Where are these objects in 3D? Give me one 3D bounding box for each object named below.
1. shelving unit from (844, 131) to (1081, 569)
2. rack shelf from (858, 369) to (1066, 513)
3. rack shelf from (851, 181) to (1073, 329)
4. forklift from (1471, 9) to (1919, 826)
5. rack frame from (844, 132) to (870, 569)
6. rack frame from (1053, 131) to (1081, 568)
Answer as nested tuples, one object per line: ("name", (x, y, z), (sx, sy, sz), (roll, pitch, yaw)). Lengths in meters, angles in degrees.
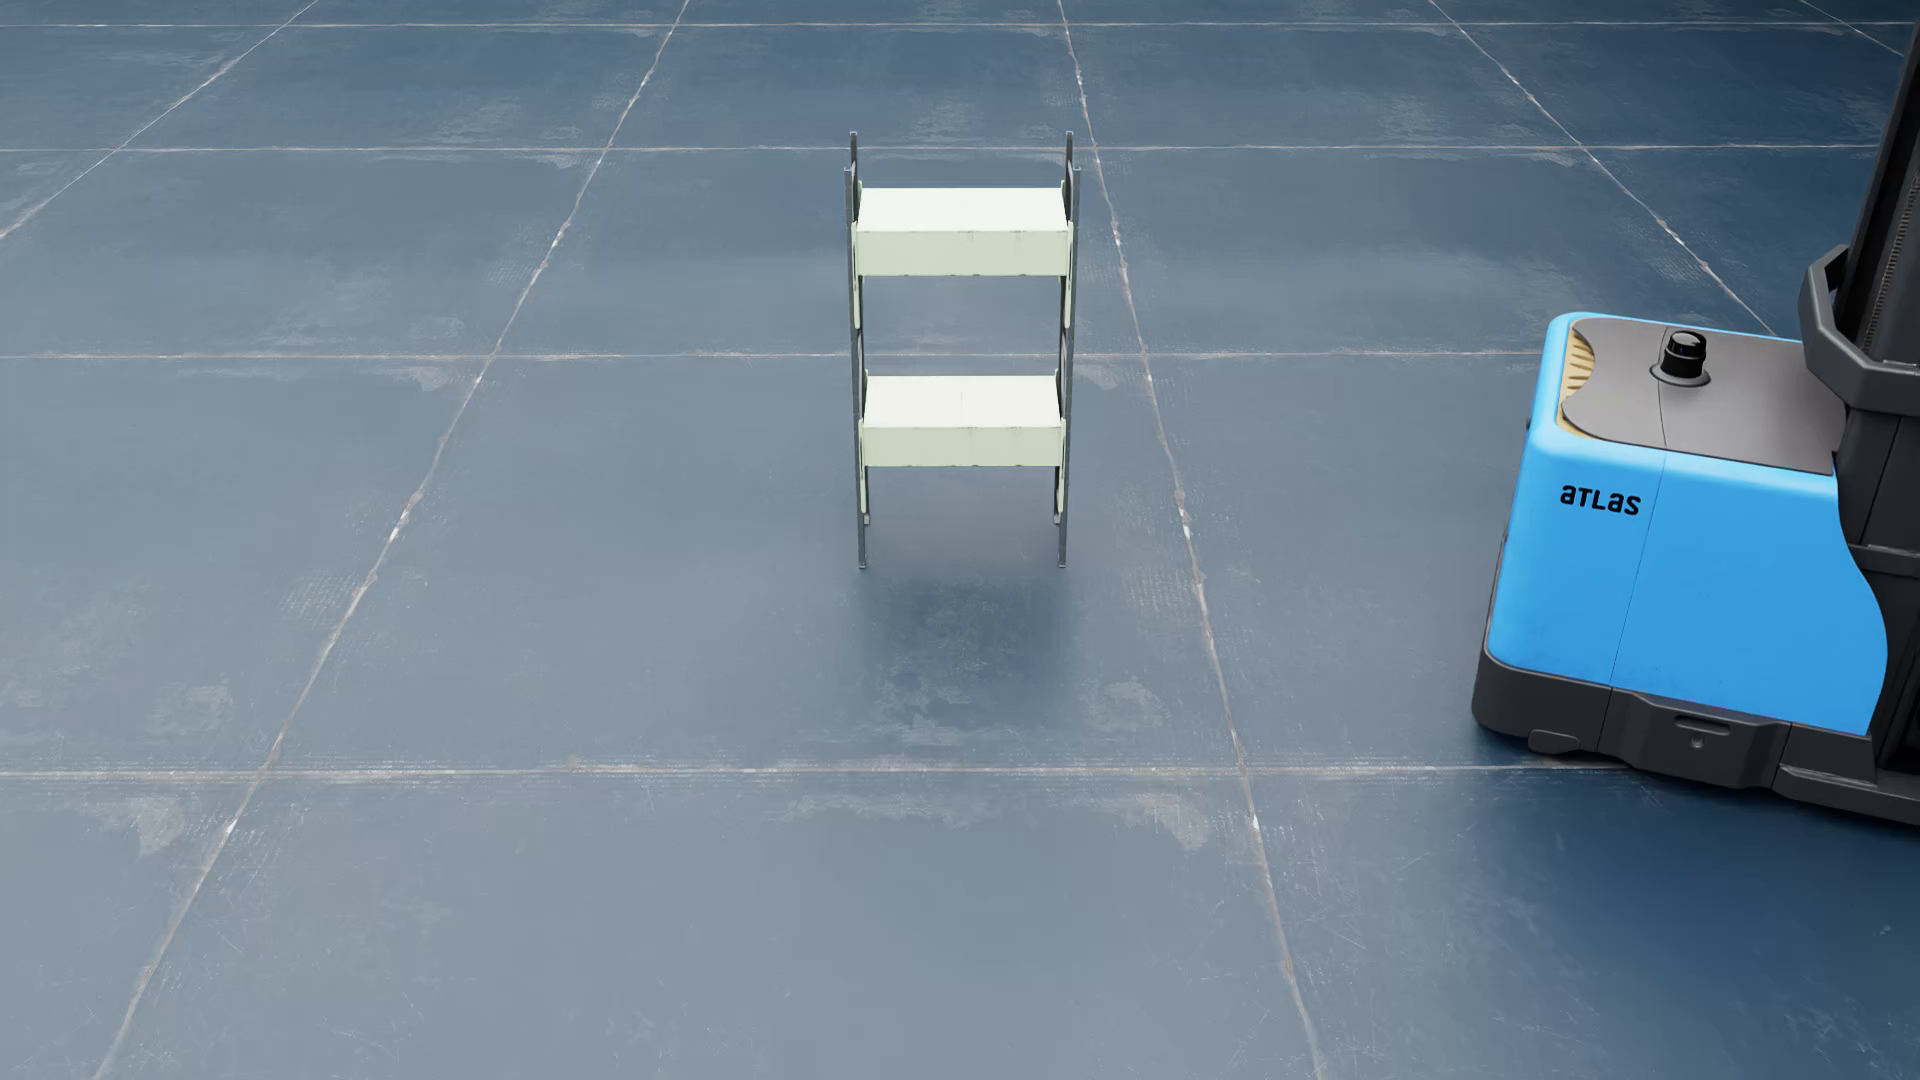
("shelving unit", (0.007, -0.641, 5.861), (0.755, 1.500, 0.431), (0, 31, 0))
("rack shelf", (0.007, -0.363, 6.030), (0.720, 0.370, 0.431), (0, 31, 0))
("rack shelf", (0.007, -0.975, 5.659), (0.720, 0.370, 0.431), (0, 31, 0))
("forklift", (3.178, -0.594, 4.404), (3.031, 2.935, 1.130), (11, 33, 17))
("rack frame", (-0.359, -0.640, 5.859), (0.023, 1.500, 0.400), (0, 31, 0))
("rack frame", (0.373, -0.642, 5.863), (0.023, 1.500, 0.400), (0, 31, 0))
